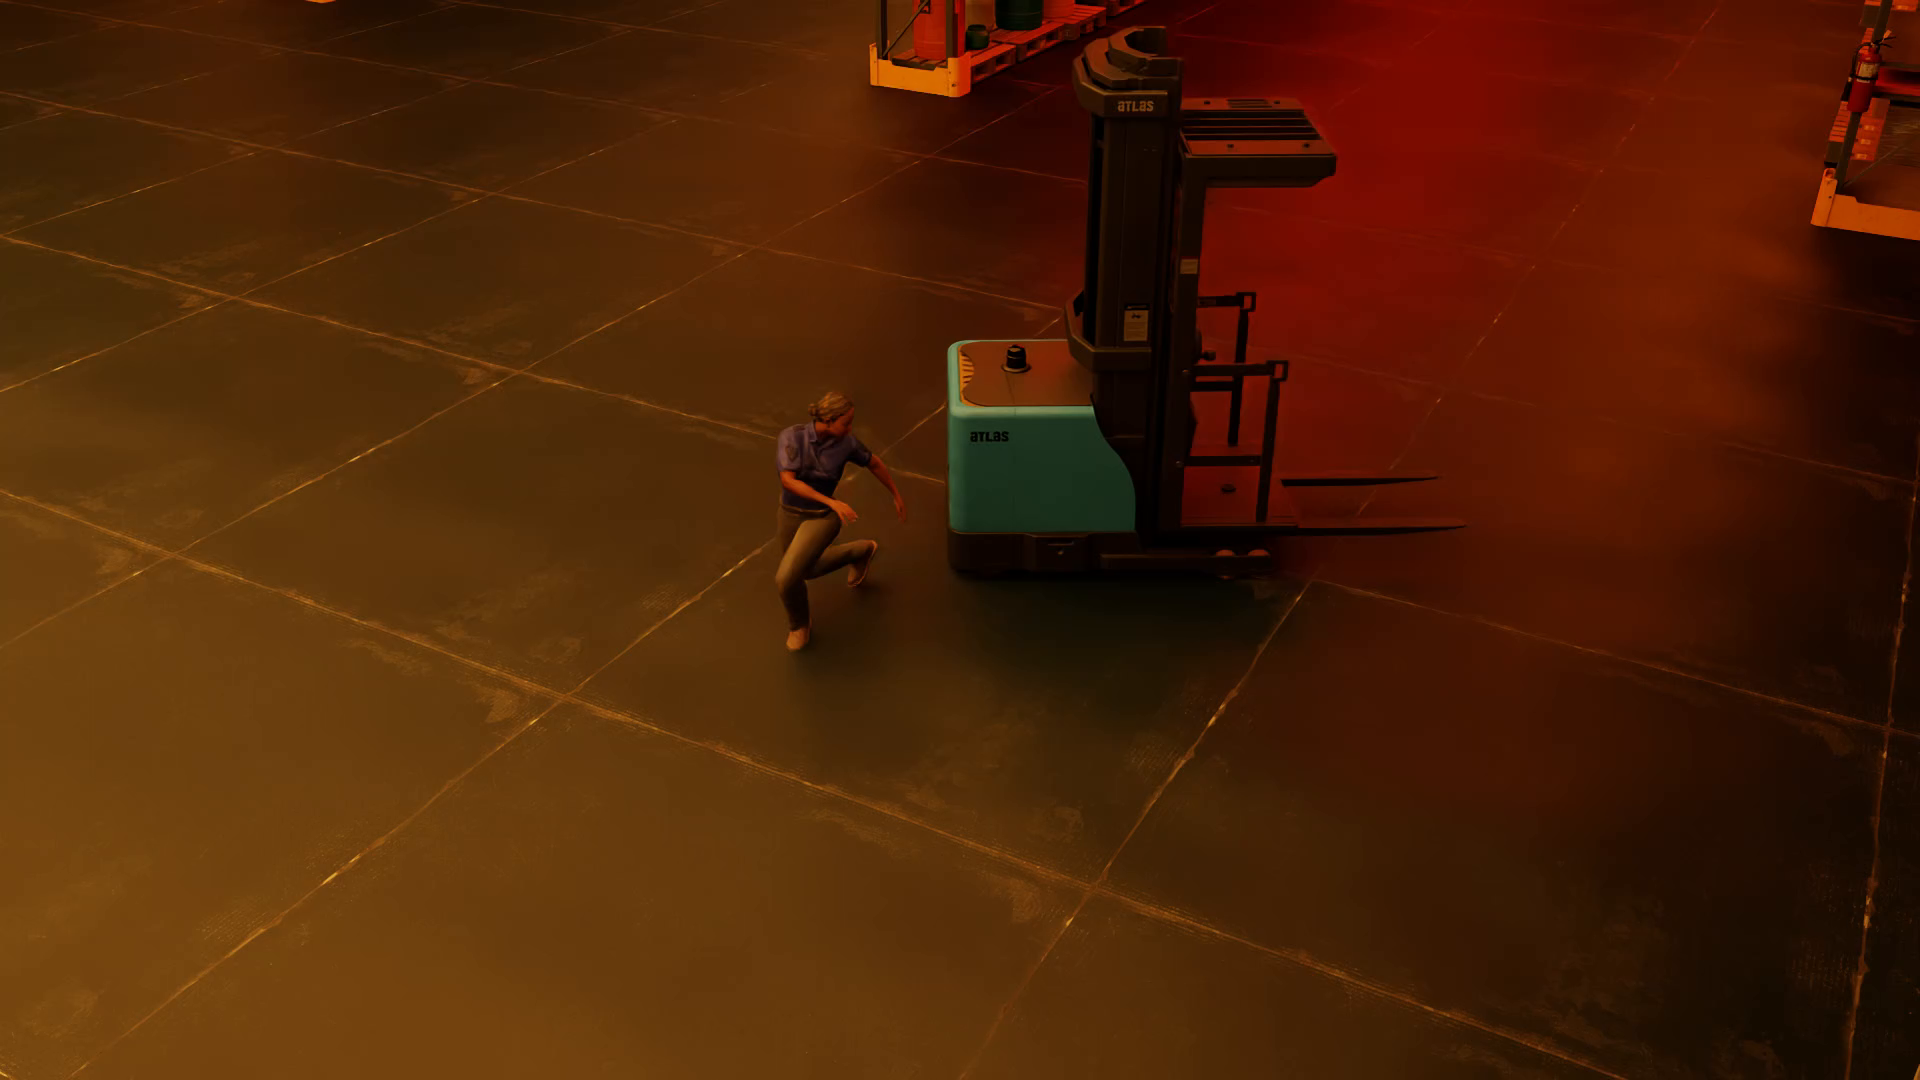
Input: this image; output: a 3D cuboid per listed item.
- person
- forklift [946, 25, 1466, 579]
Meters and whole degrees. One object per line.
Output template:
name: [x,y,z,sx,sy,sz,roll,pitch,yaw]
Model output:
person: [-0.680,-0.159,8.936,0.625,1.428,0.895,11,32,18]
forklift: [1.436,-1.311,9.342,3.031,2.935,1.130,-1,30,-1]
